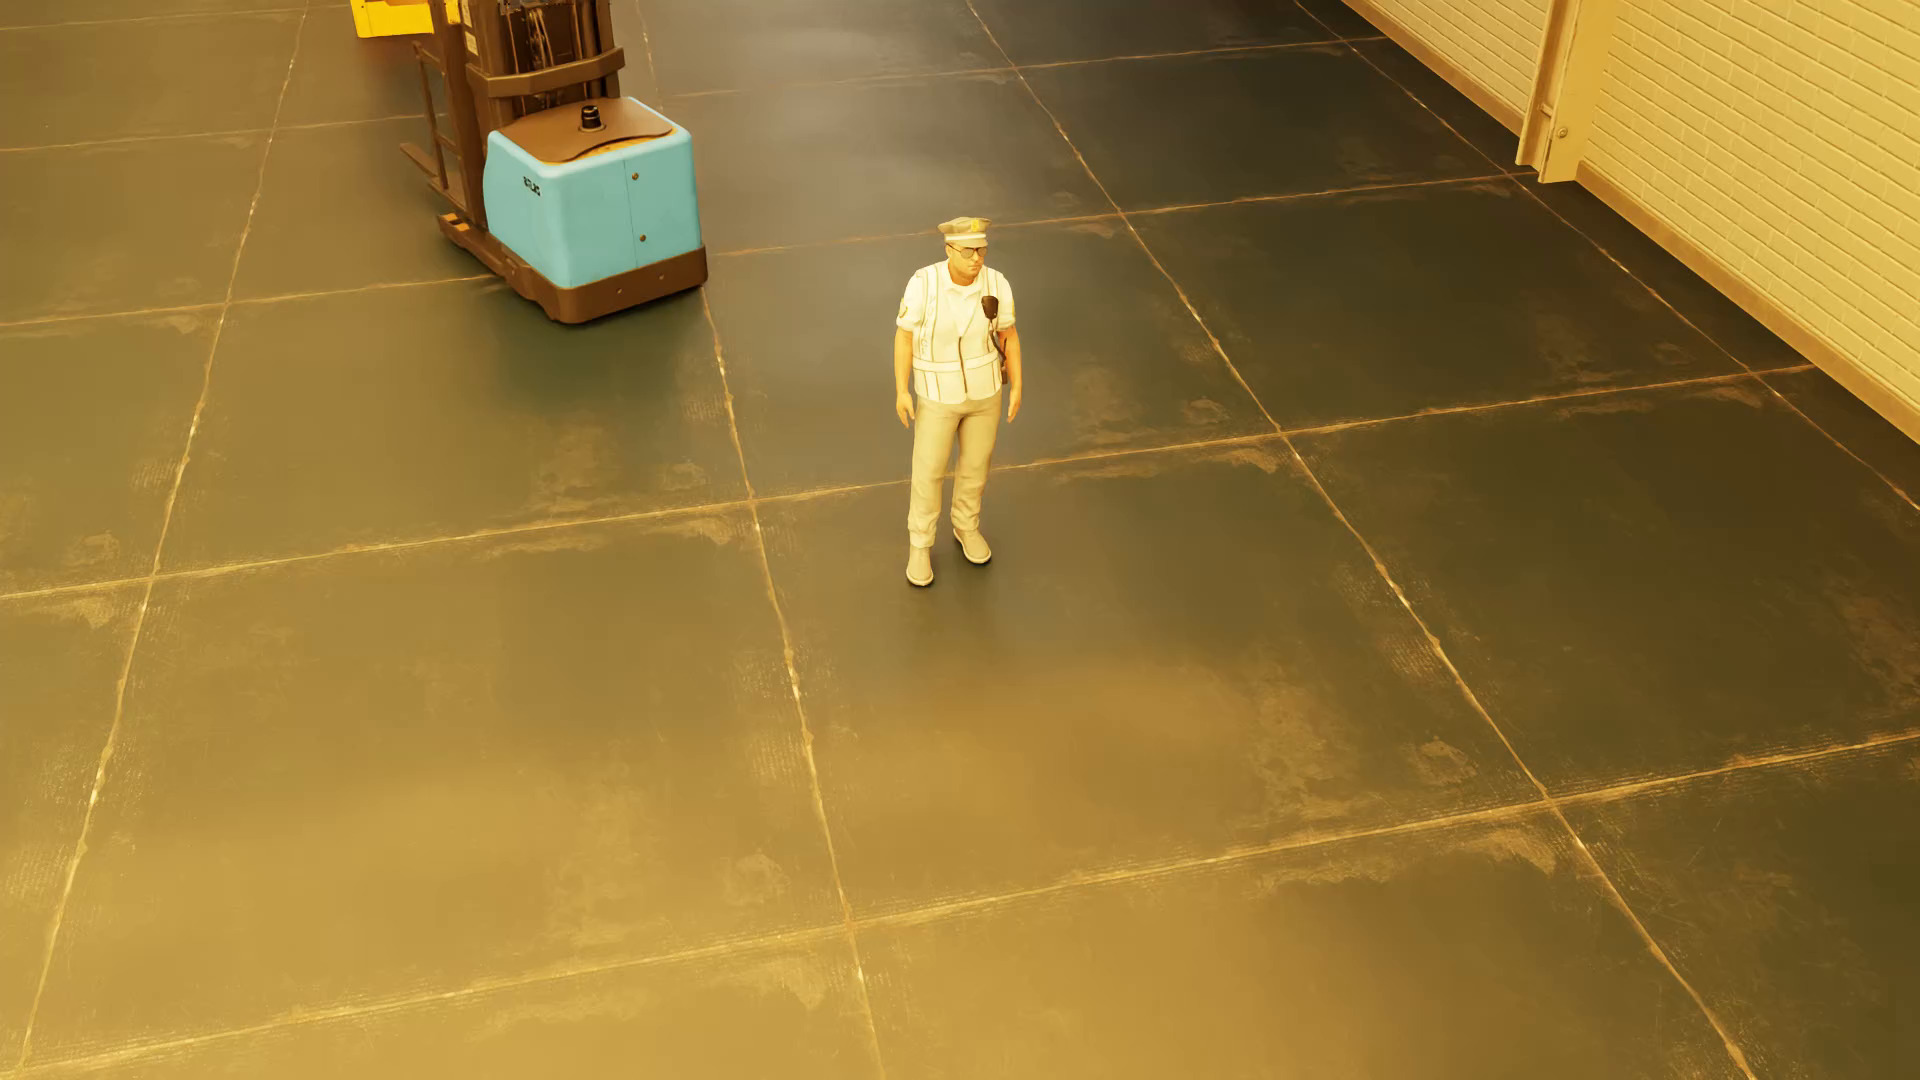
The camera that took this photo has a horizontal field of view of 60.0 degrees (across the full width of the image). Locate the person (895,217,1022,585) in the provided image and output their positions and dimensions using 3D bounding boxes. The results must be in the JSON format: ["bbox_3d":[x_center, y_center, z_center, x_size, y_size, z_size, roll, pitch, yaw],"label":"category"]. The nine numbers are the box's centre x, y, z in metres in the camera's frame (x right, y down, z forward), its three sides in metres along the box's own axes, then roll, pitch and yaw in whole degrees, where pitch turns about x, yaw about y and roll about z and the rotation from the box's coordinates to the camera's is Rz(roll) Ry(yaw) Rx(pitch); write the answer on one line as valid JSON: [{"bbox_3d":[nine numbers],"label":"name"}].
[{"bbox_3d":[0.005,-0.682,7.972,0.640,1.778,0.575,-8,36,-11],"label":"person"}]

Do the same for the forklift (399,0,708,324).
[{"bbox_3d":[-2.931,-3.332,10.680,1.130,2.935,3.031,-24,42,-30],"label":"forklift"}]
